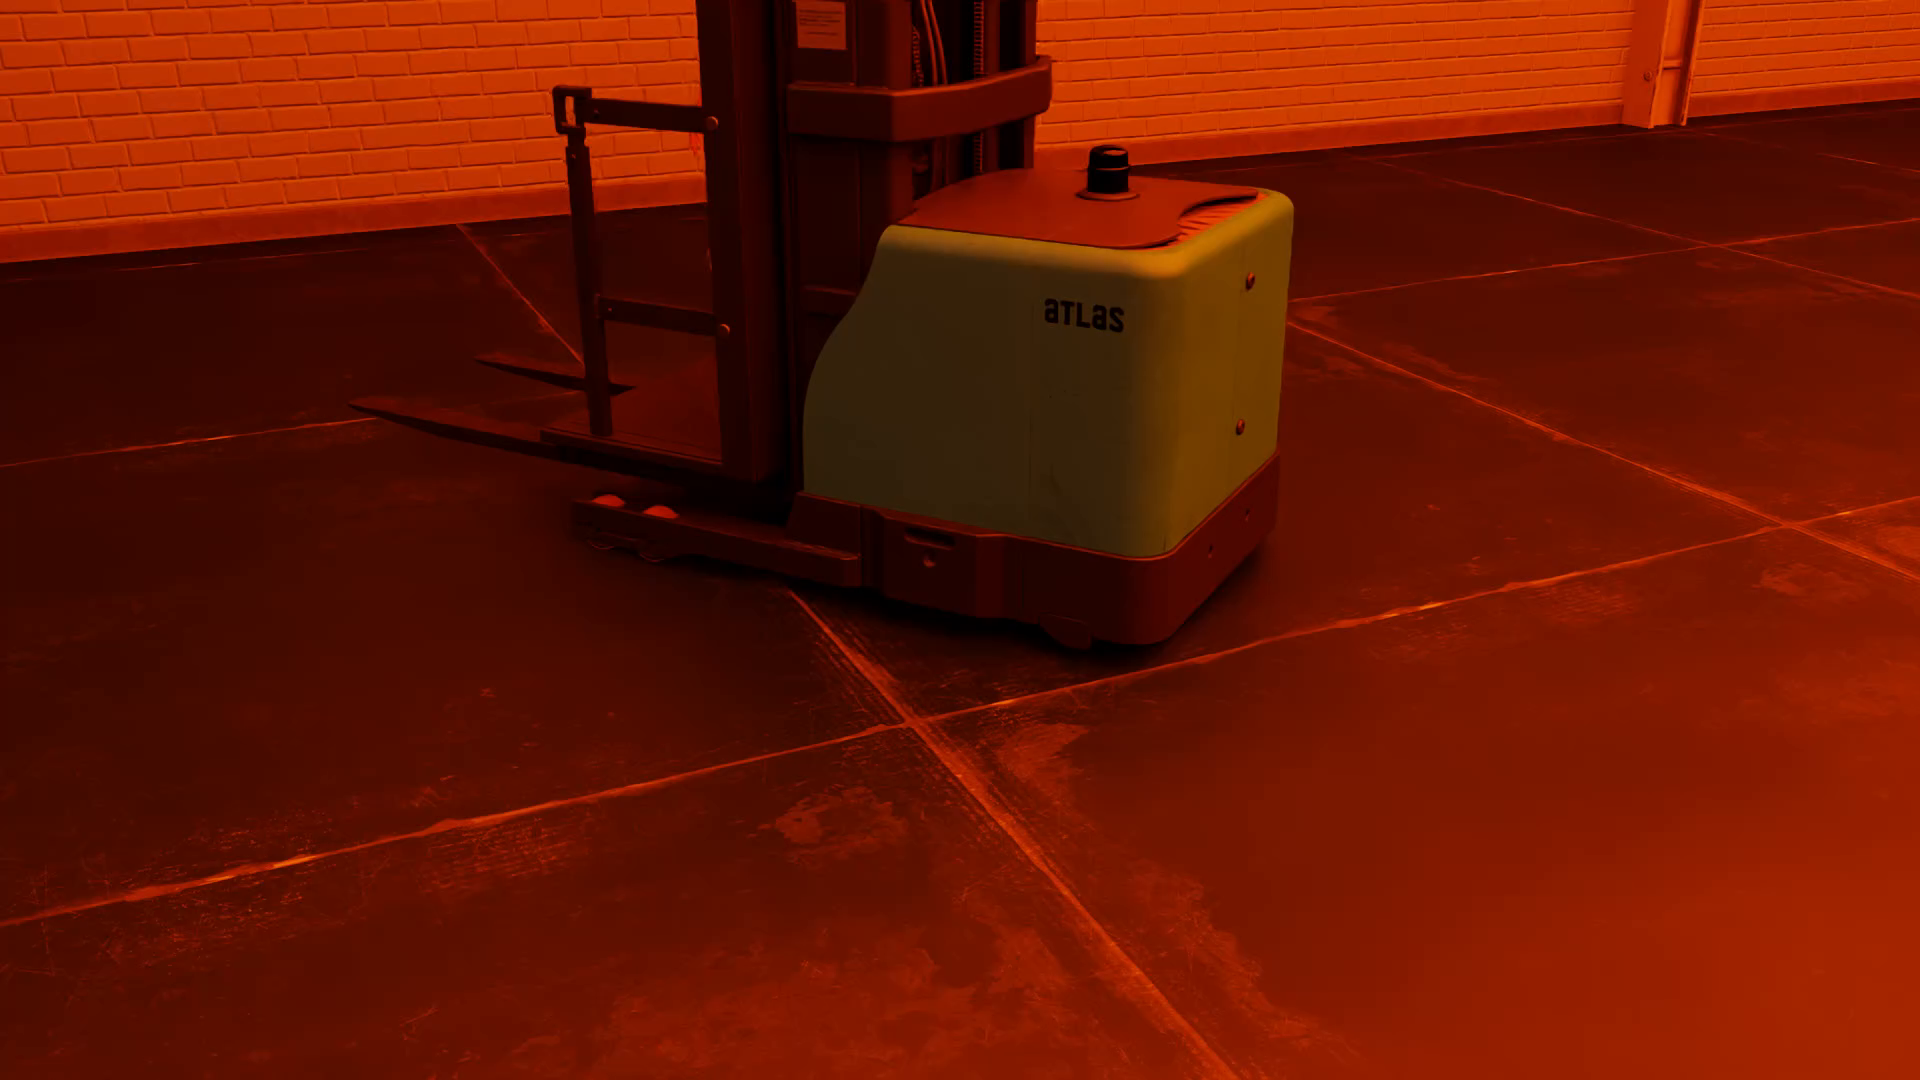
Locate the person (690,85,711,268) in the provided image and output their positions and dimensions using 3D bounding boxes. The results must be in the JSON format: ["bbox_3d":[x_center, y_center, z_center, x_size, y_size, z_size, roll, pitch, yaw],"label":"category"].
[{"bbox_3d":[-0.845,-1.968,7.884,0.886,1.552,0.649,-7,23,-16],"label":"person"}]

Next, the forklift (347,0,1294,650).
[{"bbox_3d":[-0.592,-1.452,4.782,3.031,2.935,1.130,12,25,26],"label":"forklift"}]
